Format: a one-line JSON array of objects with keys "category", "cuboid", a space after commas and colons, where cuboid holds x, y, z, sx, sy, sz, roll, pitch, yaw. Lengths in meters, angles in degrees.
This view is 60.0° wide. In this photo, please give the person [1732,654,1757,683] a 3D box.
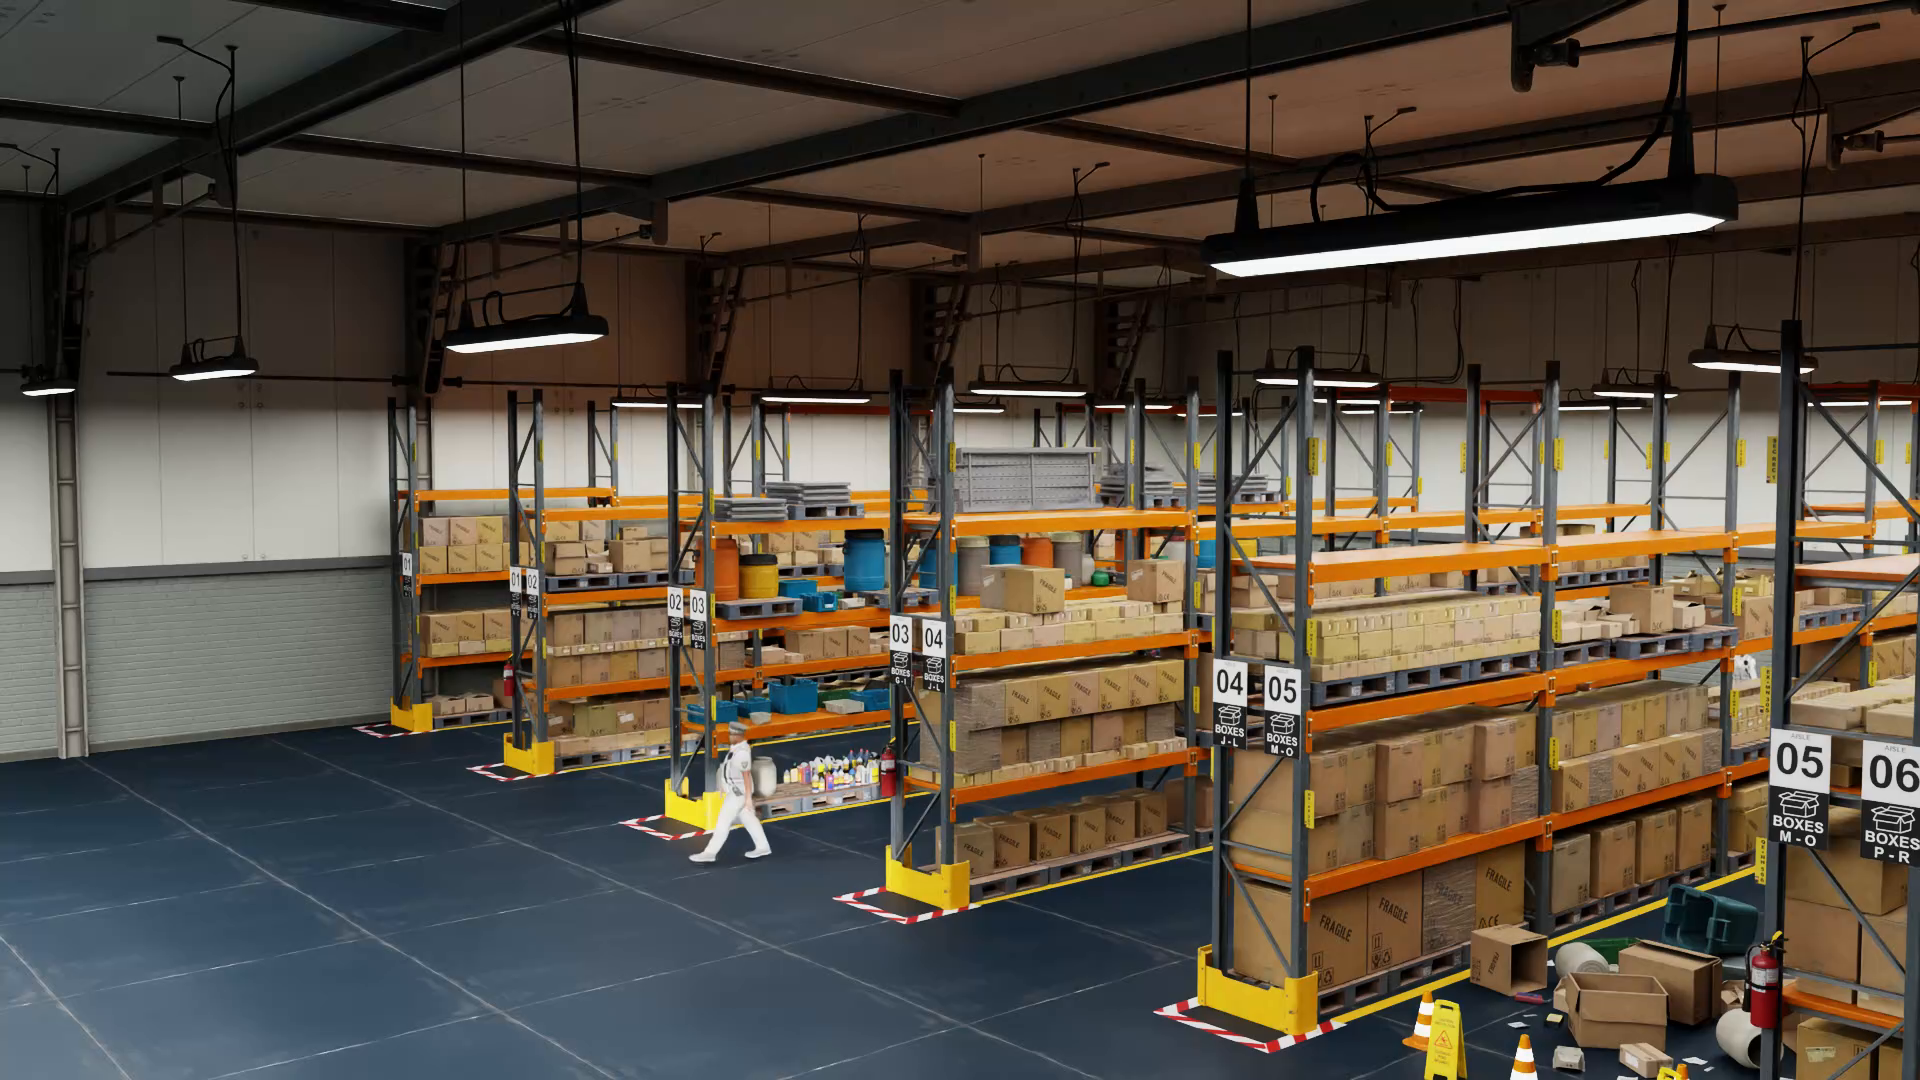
[{"category": "person", "cuboid": [13.978, 2.599, 29.698, 0.447, 1.615, 1.059, 2, 4, 25]}]

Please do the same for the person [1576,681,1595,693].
[{"category": "person", "cuboid": [9.690, 2.851, 25.391, 0.678, 1.664, 0.754, -2, 4, -32]}]

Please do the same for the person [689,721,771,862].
[{"category": "person", "cuboid": [-2.836, 3.090, 20.517, 0.994, 1.711, 0.589, 0, 3, -7]}]
